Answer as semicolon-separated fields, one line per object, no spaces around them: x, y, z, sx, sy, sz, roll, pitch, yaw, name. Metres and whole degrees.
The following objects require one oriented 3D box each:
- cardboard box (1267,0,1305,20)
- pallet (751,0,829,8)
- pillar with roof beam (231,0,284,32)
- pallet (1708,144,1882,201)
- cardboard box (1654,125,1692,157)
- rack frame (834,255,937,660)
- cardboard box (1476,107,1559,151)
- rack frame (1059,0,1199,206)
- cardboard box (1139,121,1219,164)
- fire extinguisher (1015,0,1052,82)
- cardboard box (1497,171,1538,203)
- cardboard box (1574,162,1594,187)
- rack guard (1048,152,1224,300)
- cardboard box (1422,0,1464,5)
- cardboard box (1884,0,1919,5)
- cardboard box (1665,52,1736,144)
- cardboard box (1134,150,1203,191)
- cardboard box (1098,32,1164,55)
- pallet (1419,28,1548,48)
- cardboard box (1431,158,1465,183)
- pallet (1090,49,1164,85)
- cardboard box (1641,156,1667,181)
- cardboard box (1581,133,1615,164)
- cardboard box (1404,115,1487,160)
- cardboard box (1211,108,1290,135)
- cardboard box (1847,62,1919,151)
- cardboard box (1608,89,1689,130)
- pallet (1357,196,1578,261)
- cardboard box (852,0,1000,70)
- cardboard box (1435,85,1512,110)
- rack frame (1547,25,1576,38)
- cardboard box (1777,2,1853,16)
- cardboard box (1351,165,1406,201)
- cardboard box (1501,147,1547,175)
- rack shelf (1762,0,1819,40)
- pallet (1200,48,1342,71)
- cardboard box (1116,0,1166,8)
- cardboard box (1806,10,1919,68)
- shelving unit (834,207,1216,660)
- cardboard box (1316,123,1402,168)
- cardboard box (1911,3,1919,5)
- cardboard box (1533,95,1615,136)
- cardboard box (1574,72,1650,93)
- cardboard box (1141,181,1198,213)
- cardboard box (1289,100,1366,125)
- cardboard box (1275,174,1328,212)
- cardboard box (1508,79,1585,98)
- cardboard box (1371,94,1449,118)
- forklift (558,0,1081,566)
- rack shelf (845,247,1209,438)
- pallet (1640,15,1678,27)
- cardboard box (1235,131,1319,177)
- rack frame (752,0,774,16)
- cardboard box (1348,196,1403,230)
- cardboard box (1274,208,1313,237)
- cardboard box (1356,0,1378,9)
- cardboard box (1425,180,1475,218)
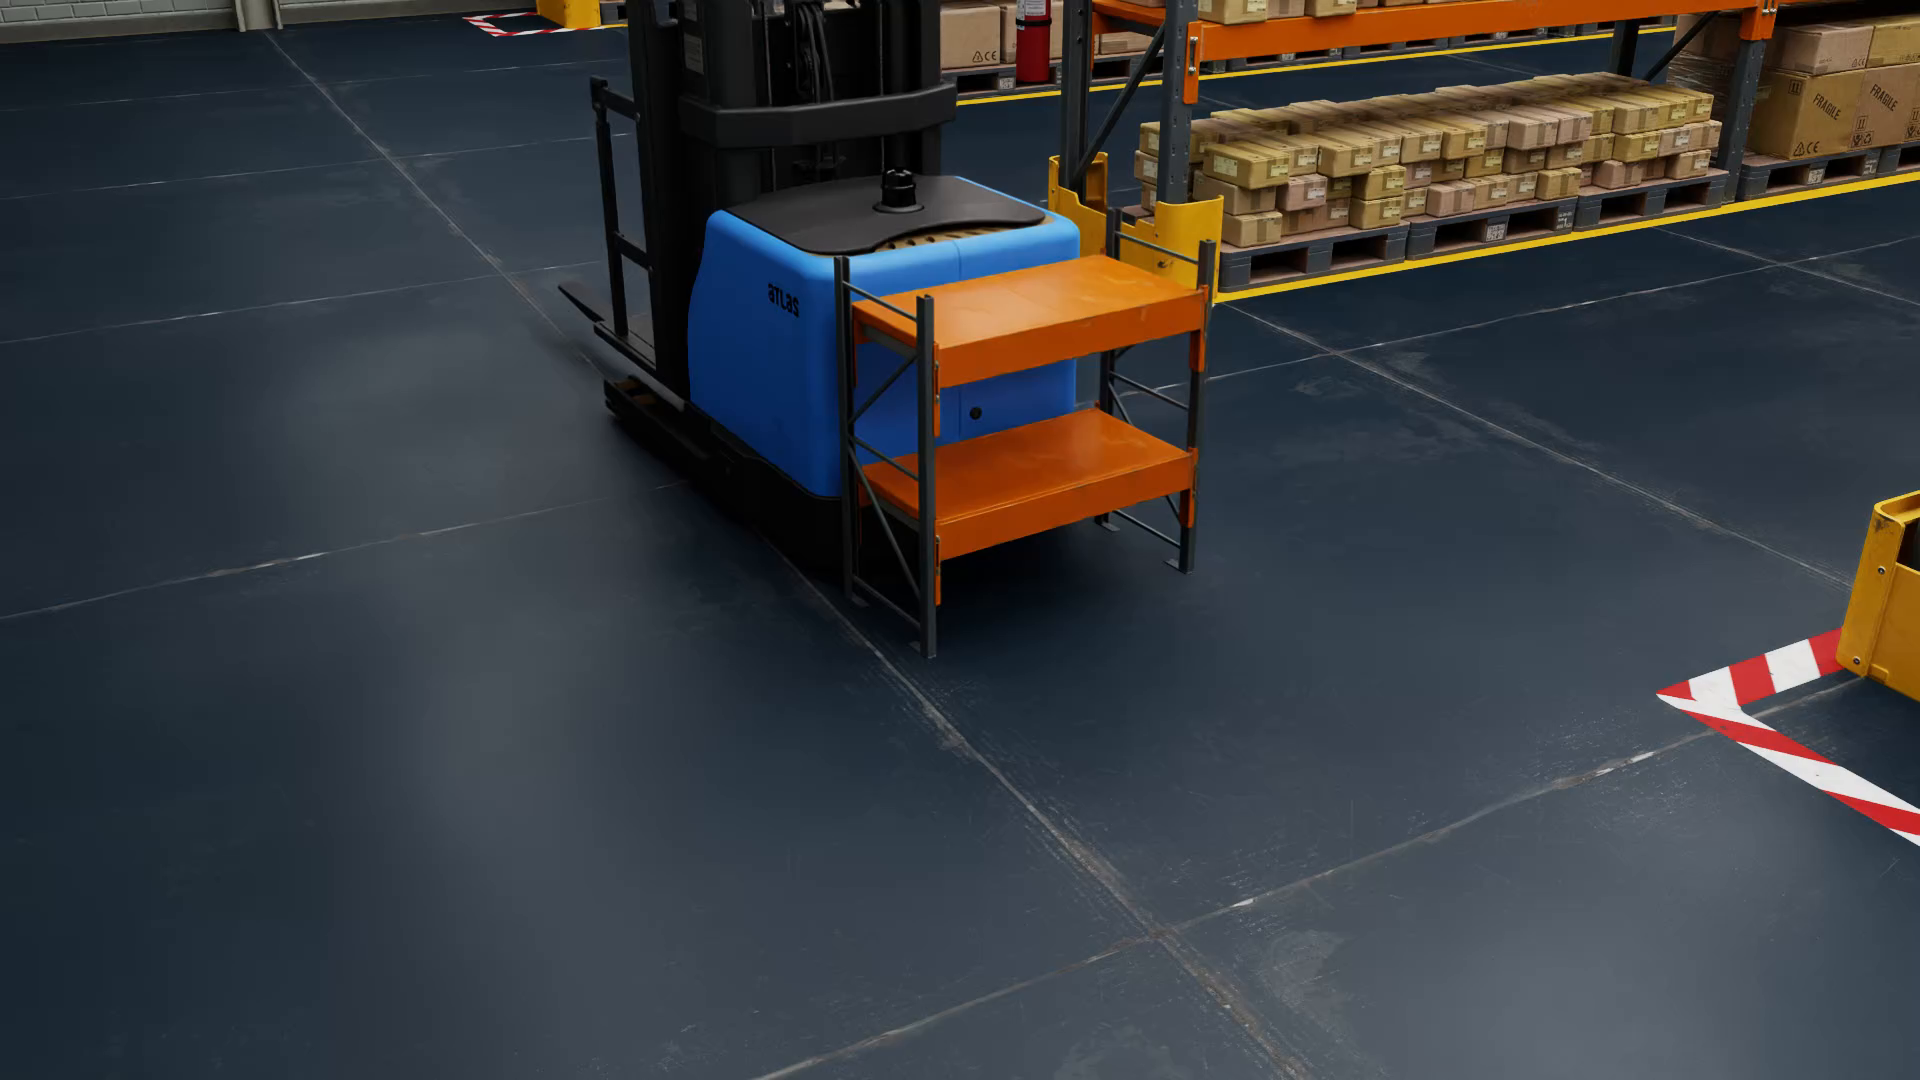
1.454;-2.622;8.036;0.250;0.149;0.380;-12;28;-23;cardboard box
-2.104;-5.660;17.295;1.213;0.211;1.003;-13;29;-25;pallet
-4.726;-7.347;10.656;0.400;9.000;9.100;-13;29;-25;pillar with roof beam
5.024;-2.444;10.596;1.213;0.211;1.003;-13;29;-25;pallet
3.977;-2.335;9.612;0.250;0.149;0.380;-14;29;-28;cardboard box
-0.221;-0.240;4.950;0.032;1.125;0.500;-16;30;-30;rack frame
3.030;-2.249;9.089;0.250;0.149;0.380;-14;29;-27;cardboard box
0.809;-2.727;7.965;0.127;3.000;1.000;-13;29;-25;rack frame
1.156;-2.104;8.788;0.250;0.149;0.380;-13;28;-25;cardboard box
0.369;-2.649;8.322;0.183;0.674;0.296;-13;29;-25;fire extinguisher
2.977;-1.998;9.254;0.250;0.149;0.380;-12;28;-24;cardboard box
3.391;-2.129;9.528;0.250;0.149;0.380;-14;29;-26;cardboard box
0.876;-1.616;8.538;0.348;0.500;1.175;-13;29;-25;rack guard
2.362;-2.847;8.505;0.250;0.149;0.380;-14;29;-26;cardboard box
6.255;-3.510;11.131;0.500;0.250;0.500;-13;28;-25;cardboard box
4.873;-2.851;10.626;0.500;0.500;0.500;-14;29;-26;cardboard box
1.140;-1.982;8.877;0.250;0.149;0.380;-14;29;-26;cardboard box
1.315;-4.359;13.839;0.875;0.438;0.875;-13;29;-26;cardboard box
4.718;-4.838;15.582;1.213;0.211;1.003;-13;29;-25;pallet
2.521;-2.064;9.048;0.250;0.149;0.380;-11;28;-22;cardboard box
1.212;-4.030;13.899;1.213;0.211;1.003;-13;29;-25;pallet
3.884;-2.215;9.706;0.250;0.149;0.380;-12;28;-24;cardboard box
3.481;-2.260;9.456;0.250;0.149;0.380;-13;28;-25;cardboard box
2.583;-2.152;8.888;0.250;0.149;0.380;-13;28;-24;cardboard box
1.574;-2.235;9.060;0.250;0.149;0.380;-14;29;-26;cardboard box
5.581;-2.762;10.440;0.500;0.500;0.500;-12;28;-23;cardboard box
3.940;-2.475;9.561;0.250;0.149;0.380;-13;28;-24;cardboard box
2.684;-1.884;9.431;1.213;0.211;1.003;-13;29;-25;pallet
-0.271;-3.994;13.077;0.875;0.438;0.875;-12;28;-24;cardboard box
2.983;-2.537;9.689;0.250;0.149;0.380;-12;28;-24;cardboard box
5.449;-6.226;15.253;0.127;3.000;1.000;-13;29;-25;rack frame
5.336;-3.290;10.674;0.500;0.250;0.500;-12;28;-23;cardboard box
2.112;-1.903;8.712;0.250;0.149;0.380;-12;28;-24;cardboard box
3.020;-2.154;9.235;0.250;0.149;0.380;-14;29;-28;cardboard box
6.103;-3.625;10.665;4.000;0.370;1.077;-13;29;-25;rack shelf
2.565;-4.341;14.547;1.213;0.211;1.003;-13;29;-25;pallet
0.963;-2.788;8.382;0.250;0.149;0.380;-13;29;-25;cardboard box
5.583;-3.101;10.280;0.500;0.250;0.500;-12;28;-24;cardboard box
0.202;-0.362;5.203;1.048;1.125;0.538;-16;30;-30;shelving unit
2.080;-2.063;8.703;0.250;0.149;0.380;-15;29;-28;cardboard box
6.491;-3.313;10.721;0.500;0.250;0.500;-12;28;-24;cardboard box
3.458;-2.399;9.401;0.250;0.149;0.380;-12;28;-23;cardboard box
3.937;-2.723;10.077;0.250;0.149;0.380;-12;28;-23;cardboard box
1.175;-1.818;8.880;0.250;0.149;0.380;-12;28;-24;cardboard box
2.043;-2.339;9.278;0.250;0.149;0.380;-12;28;-23;cardboard box
1.660;-1.808;8.516;0.250;0.149;0.380;-13;29;-25;cardboard box
3.466;-2.619;9.861;0.250;0.149;0.380;-13;29;-26;cardboard box
2.546;-2.415;9.435;0.250;0.149;0.380;-13;28;-25;cardboard box
-0.787;-1.830;6.175;1.130;2.935;3.031;-15;29;-28;forklift
0.202;-0.625;5.076;1.000;0.278;0.538;-16;30;-30;rack shelf
7.214;-5.375;16.701;1.213;0.211;1.003;-13;29;-25;pallet
1.617;-1.979;8.527;0.250;0.149;0.380;-12;28;-24;cardboard box
-1.610;-4.597;11.859;0.127;3.000;1.000;-13;29;-25;rack frame
2.107;-1.764;8.767;0.250;0.149;0.380;-13;28;-24;cardboard box
1.614;-1.700;8.634;0.250;0.149;0.380;-13;29;-25;cardboard box
1.881;-2.762;8.327;0.250;0.149;0.380;-12;28;-23;cardboard box
2.548;-1.870;8.987;0.250;0.149;0.380;-15;29;-28;cardboard box
